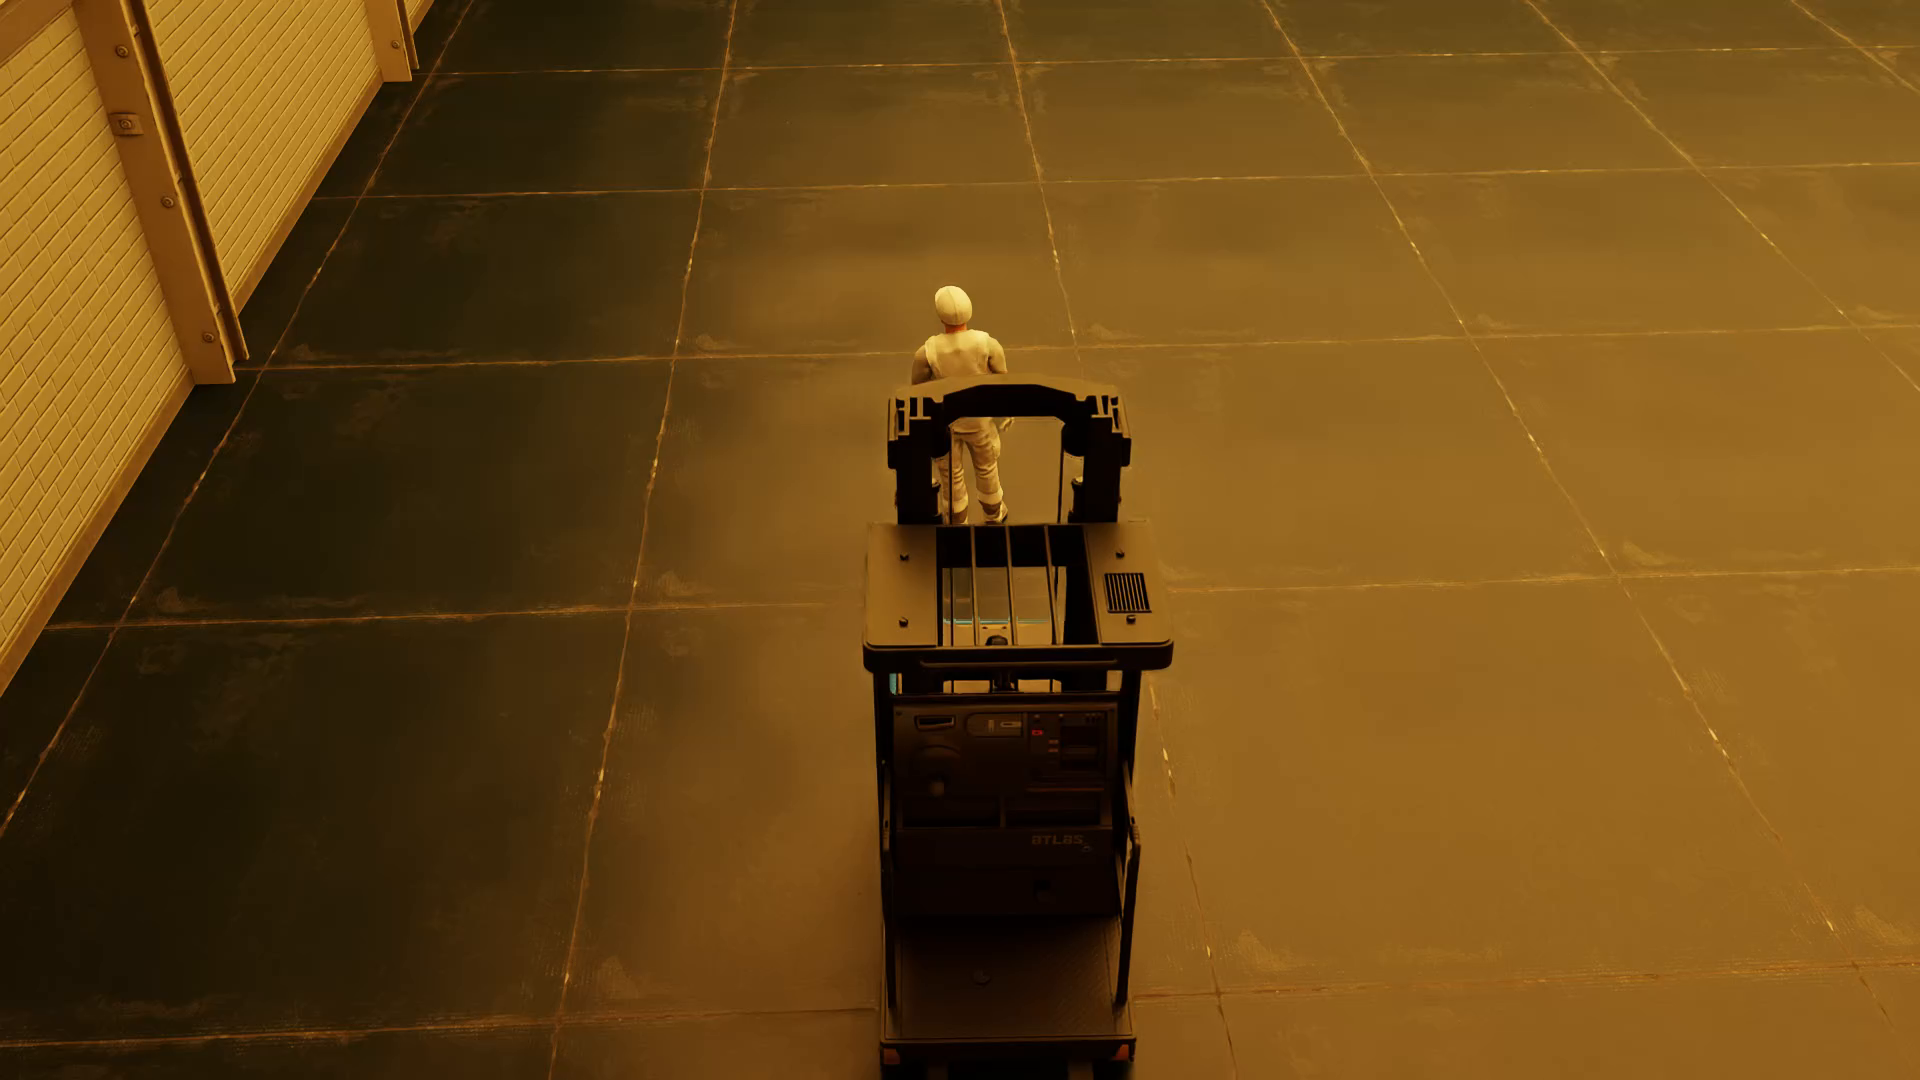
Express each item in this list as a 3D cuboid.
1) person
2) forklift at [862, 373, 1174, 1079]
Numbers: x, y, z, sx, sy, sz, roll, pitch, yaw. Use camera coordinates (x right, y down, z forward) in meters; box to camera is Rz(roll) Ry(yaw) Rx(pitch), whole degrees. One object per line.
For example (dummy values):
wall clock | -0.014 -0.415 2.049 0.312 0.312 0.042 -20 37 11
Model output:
person | 0.009 -0.777 10.034 0.637 1.787 0.564 -2 36 -2
forklift | 0.196 0.933 6.730 1.130 2.935 3.031 -1 36 -1
